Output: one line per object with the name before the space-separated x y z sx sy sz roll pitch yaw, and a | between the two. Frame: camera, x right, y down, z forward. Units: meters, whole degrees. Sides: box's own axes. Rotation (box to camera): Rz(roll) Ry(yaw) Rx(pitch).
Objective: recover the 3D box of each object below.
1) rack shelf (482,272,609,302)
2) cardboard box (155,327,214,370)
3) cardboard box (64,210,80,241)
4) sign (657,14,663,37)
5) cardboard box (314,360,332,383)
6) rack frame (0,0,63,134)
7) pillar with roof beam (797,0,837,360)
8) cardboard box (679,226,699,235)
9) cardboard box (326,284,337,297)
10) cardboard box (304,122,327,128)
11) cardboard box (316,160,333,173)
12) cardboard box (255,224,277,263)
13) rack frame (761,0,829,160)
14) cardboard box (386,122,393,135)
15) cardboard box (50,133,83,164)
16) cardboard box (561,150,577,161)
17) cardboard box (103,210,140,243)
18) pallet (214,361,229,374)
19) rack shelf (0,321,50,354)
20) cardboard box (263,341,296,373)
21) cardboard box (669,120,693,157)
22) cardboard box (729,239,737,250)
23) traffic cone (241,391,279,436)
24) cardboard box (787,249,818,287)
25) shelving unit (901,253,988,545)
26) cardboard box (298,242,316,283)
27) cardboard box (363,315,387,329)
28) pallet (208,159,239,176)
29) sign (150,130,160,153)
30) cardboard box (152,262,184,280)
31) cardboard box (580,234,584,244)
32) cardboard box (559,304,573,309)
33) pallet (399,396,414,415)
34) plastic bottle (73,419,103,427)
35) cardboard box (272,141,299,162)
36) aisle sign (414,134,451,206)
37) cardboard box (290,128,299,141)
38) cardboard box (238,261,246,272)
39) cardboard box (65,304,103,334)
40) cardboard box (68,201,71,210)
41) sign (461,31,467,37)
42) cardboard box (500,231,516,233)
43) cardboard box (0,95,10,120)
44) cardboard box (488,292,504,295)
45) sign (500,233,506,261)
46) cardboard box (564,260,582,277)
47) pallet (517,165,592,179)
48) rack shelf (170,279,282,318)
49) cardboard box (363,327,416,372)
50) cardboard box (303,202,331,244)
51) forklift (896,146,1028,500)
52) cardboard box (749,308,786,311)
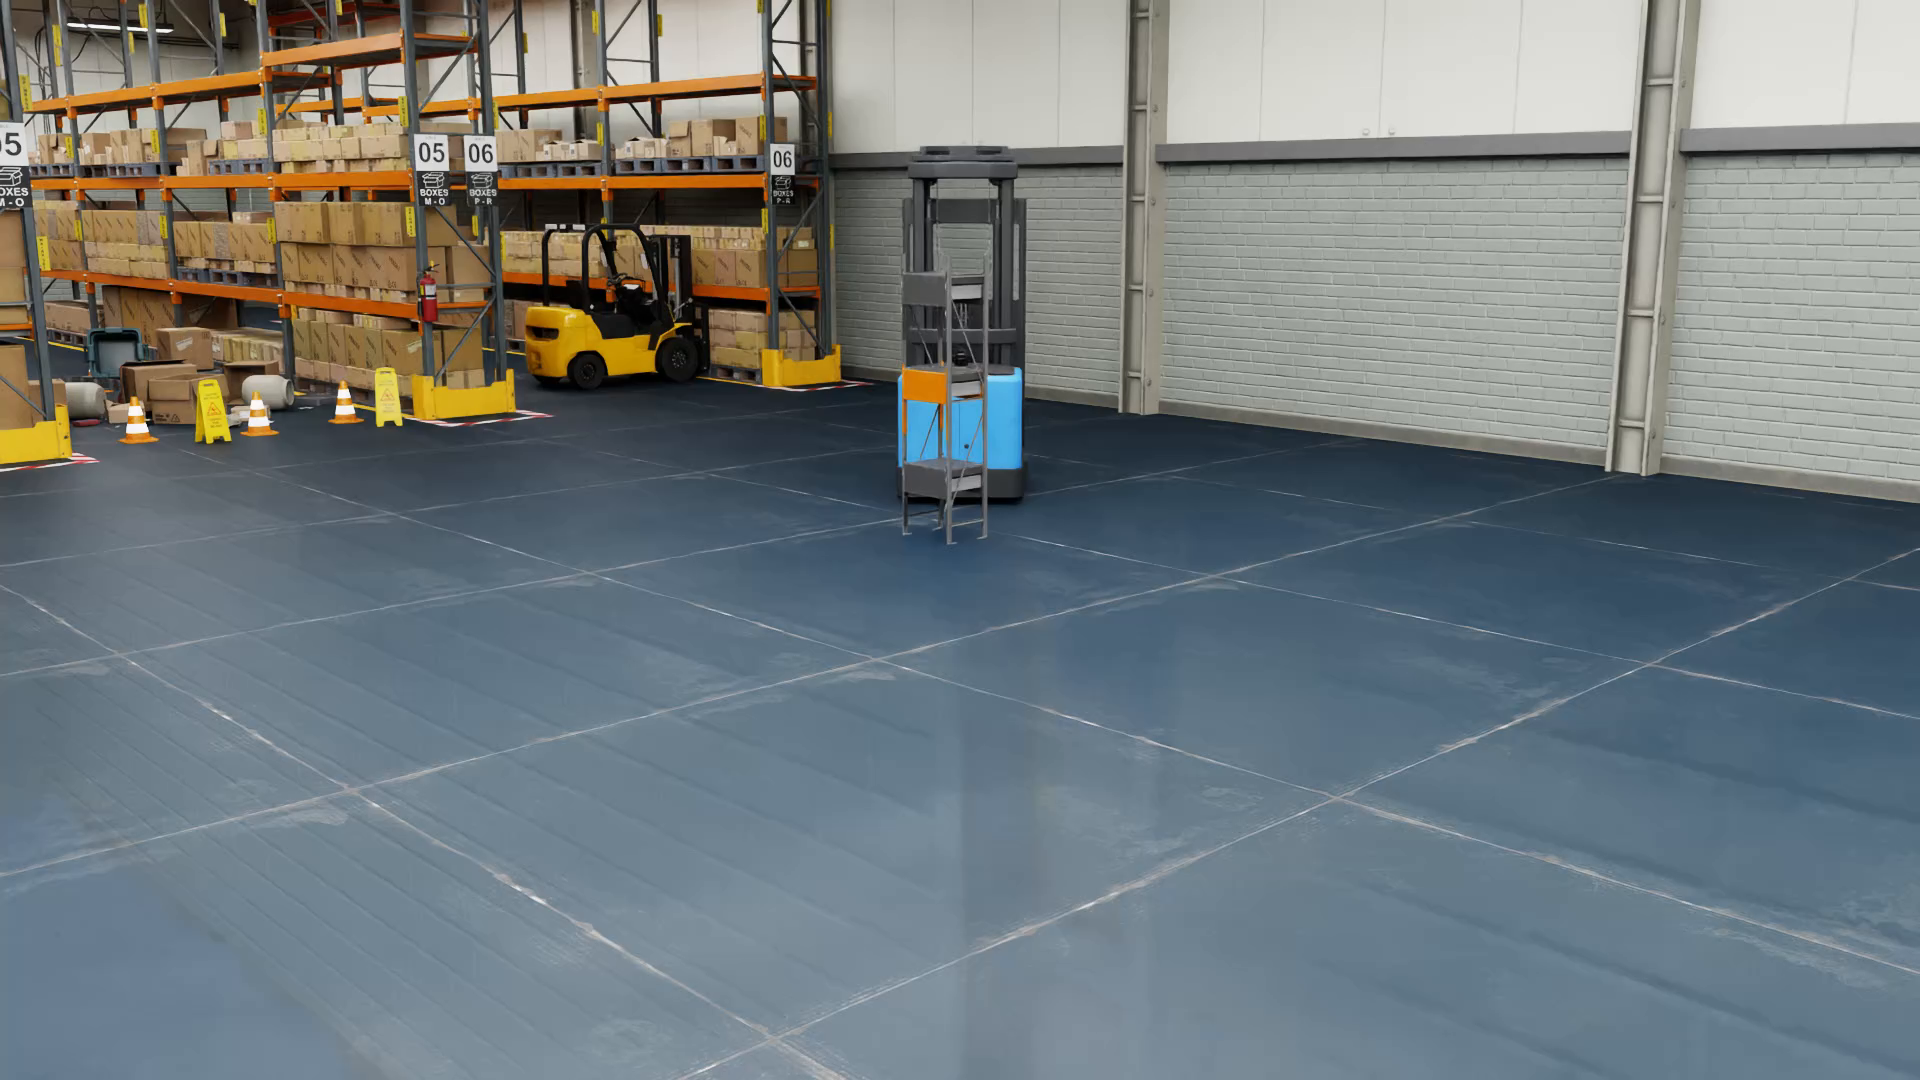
rack shelf | -6.330 -4.154 26.925 1.077 0.370 4.000 -11 16 -43
cardboard box | -9.803 -2.417 21.026 0.500 0.500 0.500 -11 16 -43
cardboard box | -14.587 -5.259 27.779 0.500 0.500 0.500 -11 16 -43
sign | -4.531 -7.762 25.078 0.100 0.325 0.005 -11 16 -43
cardboard box | -7.947 -2.181 21.339 0.500 0.250 0.500 -10 15 -39
rack frame | -16.823 -8.212 29.970 1.000 3.000 0.127 -11 16 -43
pillar with roof beam | -5.129 -6.197 20.187 9.100 9.000 0.400 -11 16 -43
cardboard box | -3.811 -4.428 23.880 0.380 0.149 0.250 -11 16 -42
cardboard box | -7.674 -3.121 20.748 0.380 0.149 0.250 -11 16 -42
cardboard box | -9.002 -5.581 22.726 0.500 0.250 0.500 -11 16 -44
cardboard box | -7.672 -4.589 20.439 0.380 0.149 0.250 -11 16 -44
cardboard box | -9.021 -3.958 22.165 0.500 0.500 0.500 -11 16 -44
rack frame | -2.187 -6.569 21.996 1.000 3.000 0.127 -11 16 -43
cardboard box | -6.371 -4.727 19.133 0.380 0.149 0.250 -11 16 -42
cardboard box | -15.016 -6.657 28.310 0.797 0.503 0.637 -9 15 -38
cardboard box | -5.928 -5.934 25.679 0.380 0.149 0.250 -11 16 -43
cardboard box | -13.249 -4.981 26.427 0.500 0.500 0.500 11 16 44
pallet | -9.922 -2.448 23.772 1.003 0.211 1.213 -11 16 -43
rack shelf | -10.666 -2.174 17.311 1.077 0.370 4.000 -11 16 -43
cardboard box | -8.900 -2.517 22.668 0.950 0.372 0.625 -11 16 -42
cardboard box | -3.680 -5.690 23.618 0.797 0.503 0.637 -10 15 -41
cardboard box | -2.962 -4.089 22.969 0.380 0.149 0.250 -11 16 -42
traffic cone | -7.572 -1.375 17.938 0.336 0.463 0.334 -11 16 -43
cardboard box | -2.328 -3.791 23.130 0.500 0.500 0.500 -10 15 -41
shelving unit | -0.114 -1.053 12.317 0.431 2.100 0.503 -11 16 -43
cardboard box | -8.071 -3.544 21.195 0.500 0.500 0.500 -11 16 -43
cardboard box | -6.989 -2.645 20.122 0.380 0.149 0.250 -11 16 -42
pallet | -9.604 -5.156 23.034 1.213 0.211 1.003 -11 16 -43
sign | -11.706 -5.791 24.176 0.100 0.325 0.005 -11 16 -43
cardboard box | -11.836 -4.070 25.107 0.500 0.250 0.500 11 16 43
cardboard box | -5.668 -4.679 25.831 0.380 0.149 0.250 -11 16 -43
cardboard box | -5.848 -3.446 26.549 0.875 0.625 0.625 -11 16 -43
pallet | -6.362 -1.708 20.176 1.003 0.211 1.213 -11 16 -43
plastic bottle | -9.774 -1.314 18.639 0.133 0.061 0.283 6 13 26
cardboard box | -8.431 -4.962 21.261 0.500 0.250 0.500 -11 16 -44
aisle sign | -5.941 -4.163 18.739 0.394 0.787 0.004 -11 16 -43
cardboard box | -8.178 -5.094 20.916 0.250 0.149 0.380 11 16 43
cardboard box | -9.643 -3.752 22.771 0.380 0.149 0.250 -11 16 -42
cardboard box | -15.036 -3.878 29.110 0.875 0.438 0.875 11 16 43
cardboard box | -14.773 -5.638 28.012 0.380 0.149 0.250 -11 16 -42
sign | -8.097 -8.156 27.187 0.100 0.325 0.005 -11 16 -43
cardboard box | -7.519 -5.039 27.580 0.380 0.149 0.250 -10 16 -41
cardboard box | -9.432 -4.136 15.968 0.500 0.250 0.500 -11 16 -43
cardboard box | -8.240 -4.285 29.322 0.380 0.149 0.250 -11 16 -42
sign | -5.382 -3.438 19.522 0.100 0.325 0.005 -11 16 -43
cardboard box | -5.837 -4.251 25.983 0.500 0.250 0.500 -11 16 -43
pallet | -6.404 -5.926 26.775 1.003 0.211 1.213 -10 15 -40
rack shelf | -9.918 -3.462 23.565 1.077 0.370 4.000 -11 16 -43
cardboard box | -6.879 -2.321 20.160 0.500 0.500 0.500 -10 15 -40
cardboard box | -7.725 -3.958 20.725 0.700 0.500 0.500 -11 16 -44
forklift | 0.048 -2.022 14.961 1.130 2.935 3.031 0 12 2
cardboard box | -2.729 -3.149 23.556 0.500 0.250 0.500 -11 16 -42
